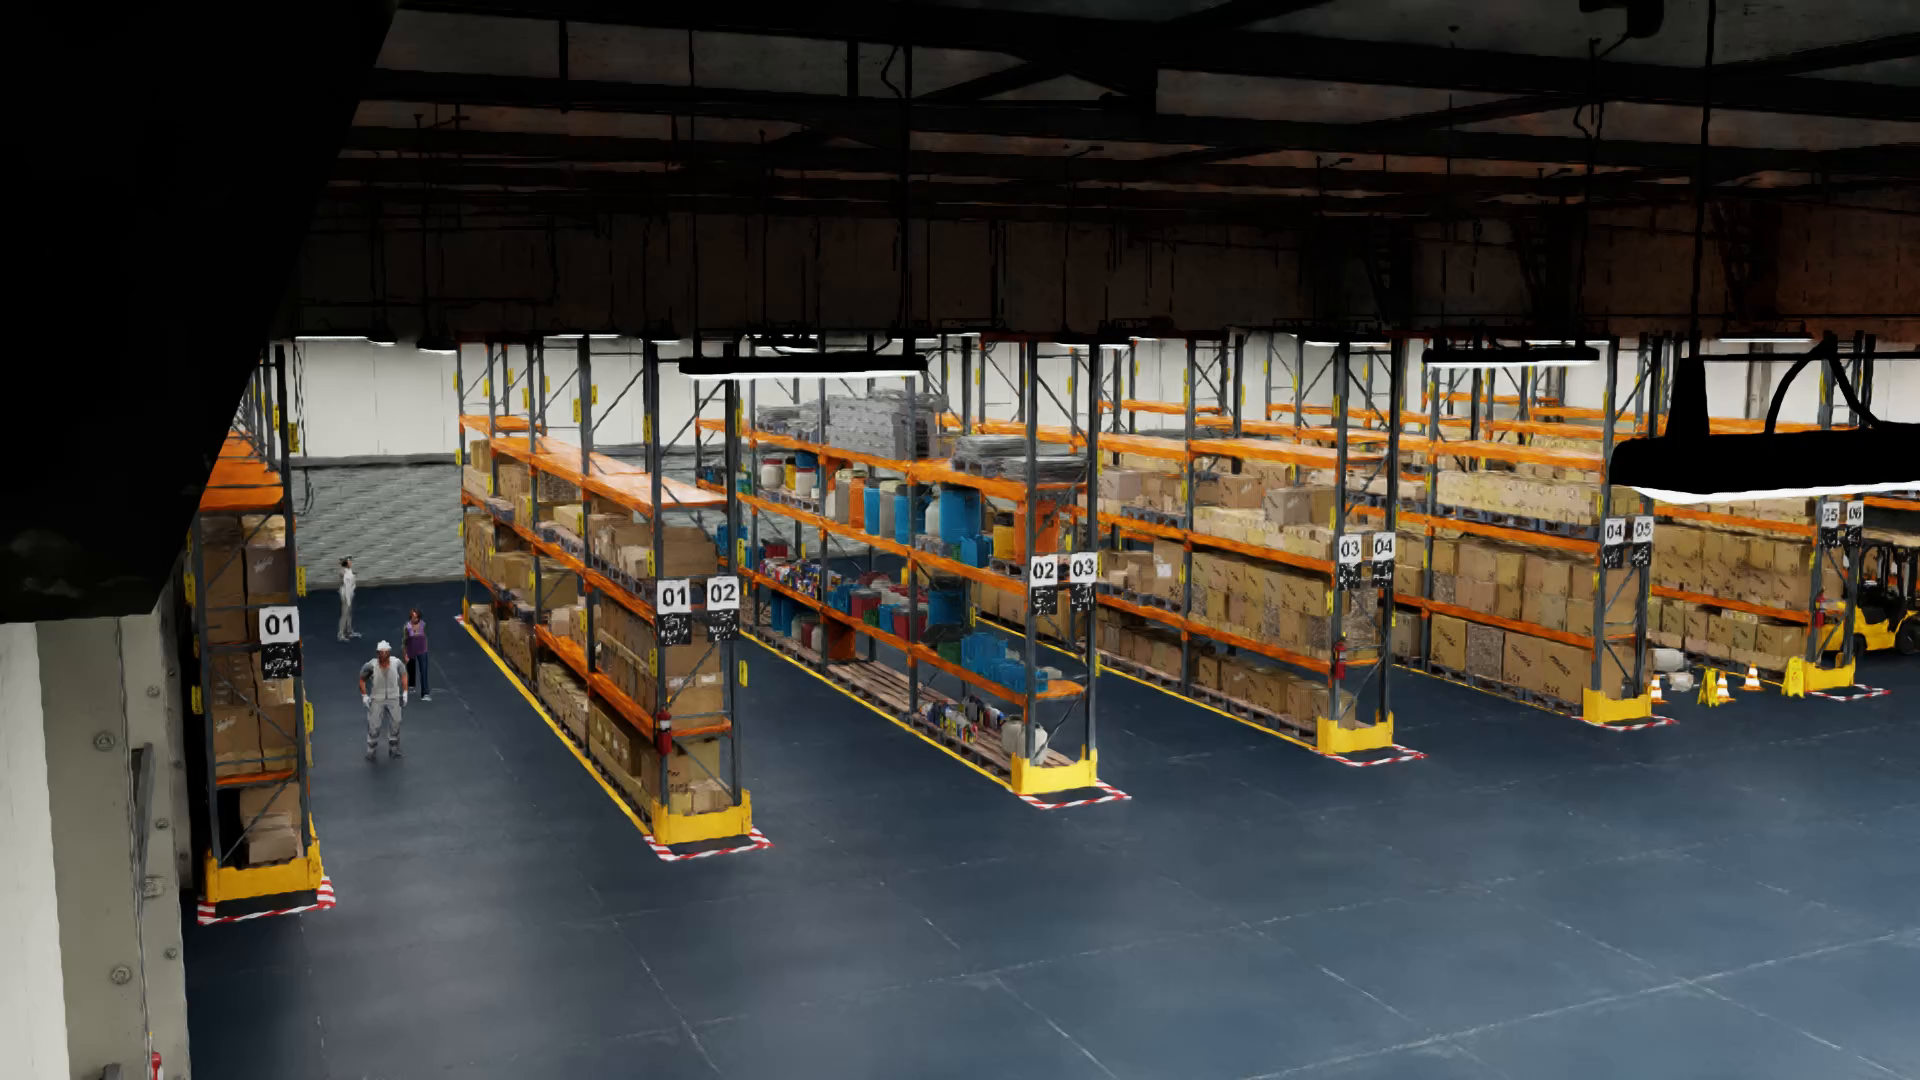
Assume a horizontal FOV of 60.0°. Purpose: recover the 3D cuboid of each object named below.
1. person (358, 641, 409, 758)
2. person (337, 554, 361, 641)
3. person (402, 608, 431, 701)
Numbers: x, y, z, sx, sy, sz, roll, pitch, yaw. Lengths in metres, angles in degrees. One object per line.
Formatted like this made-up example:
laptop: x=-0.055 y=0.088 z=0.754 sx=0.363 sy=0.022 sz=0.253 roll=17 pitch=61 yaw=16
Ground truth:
person: x=-8.239 y=2.277 z=23.809 sx=0.677 sy=1.742 sz=0.552 roll=-4 pitch=9 yaw=-25
person: x=-12.009 y=1.115 z=32.585 sx=0.483 sy=1.668 sz=0.648 roll=-4 pitch=9 yaw=-29
person: x=-9.016 y=1.864 z=27.528 sx=0.417 sy=1.517 sz=1.032 roll=-3 pitch=8 yaw=-22
